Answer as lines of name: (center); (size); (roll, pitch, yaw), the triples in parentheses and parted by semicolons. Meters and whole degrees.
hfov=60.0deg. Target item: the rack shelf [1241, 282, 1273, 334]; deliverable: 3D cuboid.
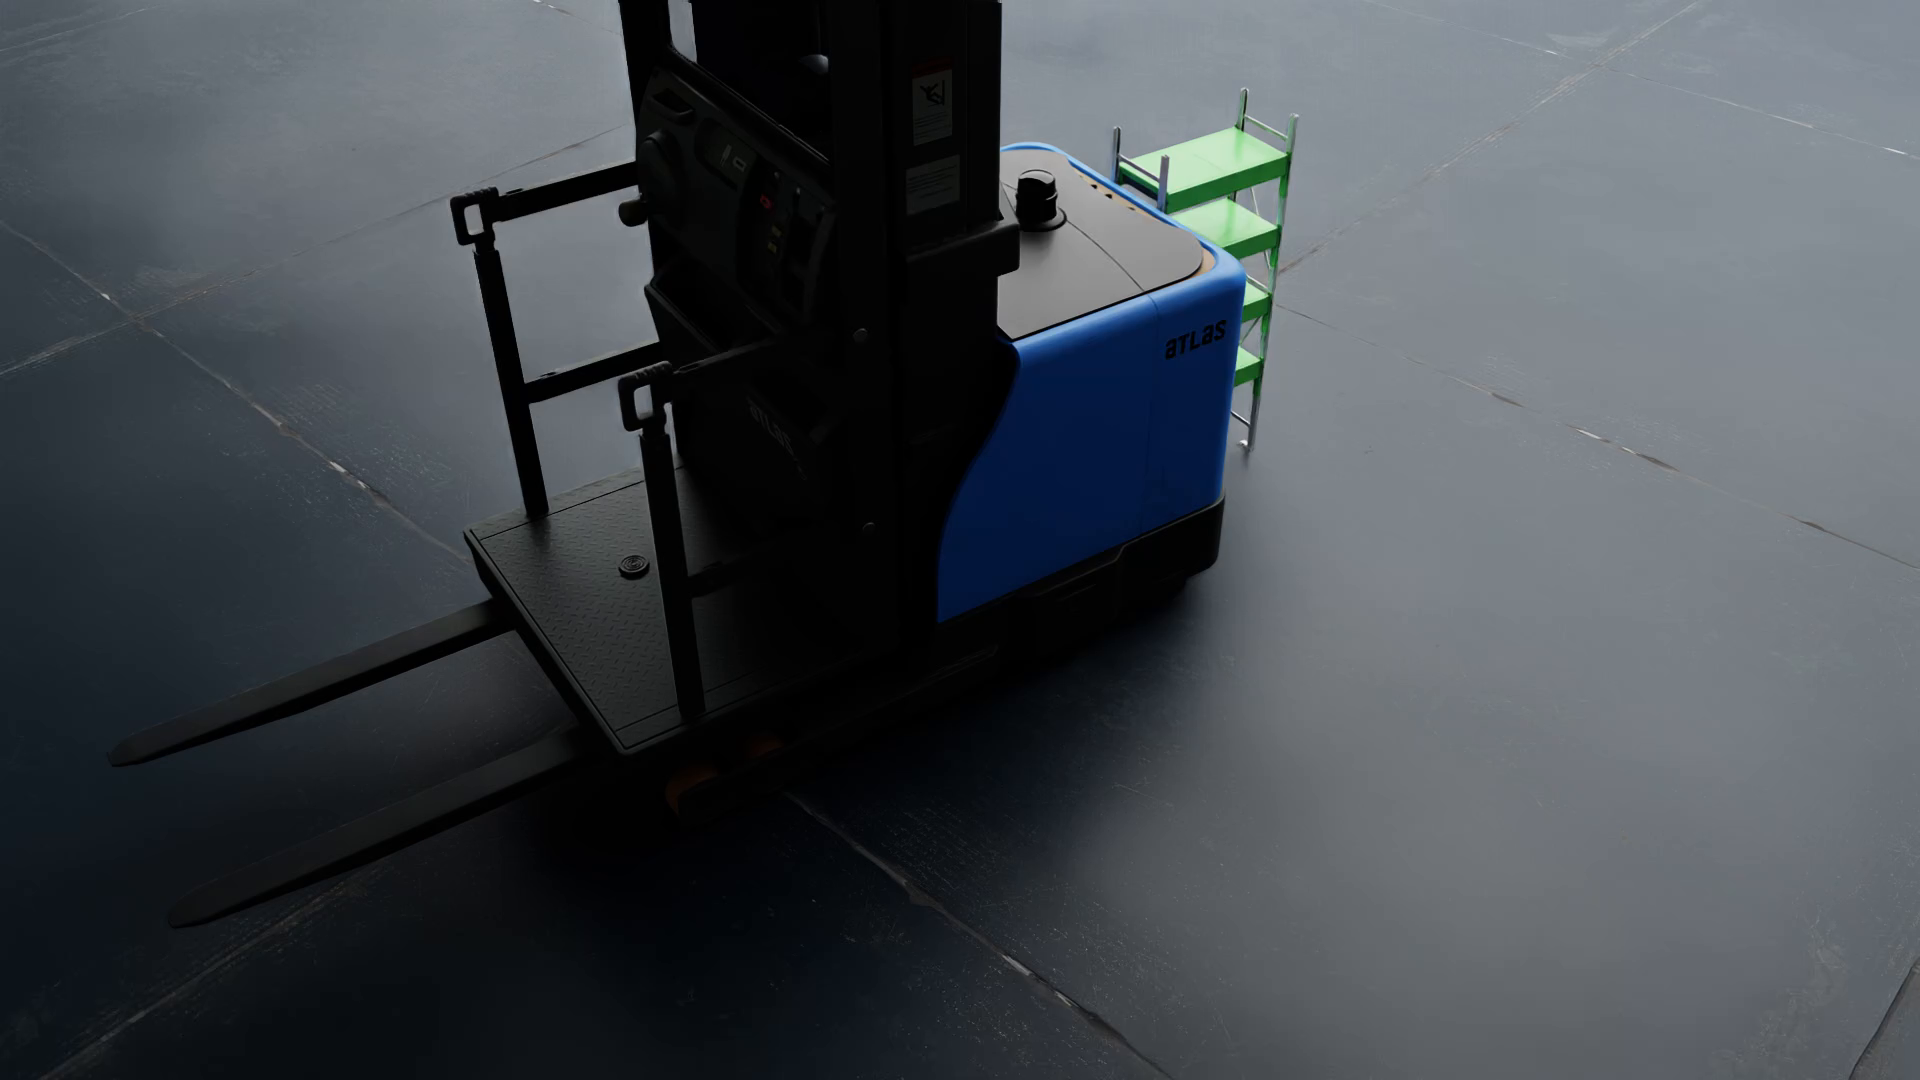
rack shelf: (0.721, -0.703, 5.273); (0.480, 0.148, 0.258); (-23, 44, -26)

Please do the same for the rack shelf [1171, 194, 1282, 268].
rack shelf: (0.721, -0.891, 5.124); (0.480, 0.148, 0.258); (-23, 44, -26)

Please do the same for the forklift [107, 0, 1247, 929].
forklift: (-0.720, -0.786, 3.883); (3.031, 2.935, 1.130); (-23, 44, -26)

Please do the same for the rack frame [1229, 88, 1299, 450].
rack frame: (0.924, -0.838, 5.339); (0.015, 1.200, 0.240); (-23, 44, -26)

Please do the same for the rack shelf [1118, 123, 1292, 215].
rack shelf: (0.721, -1.079, 4.974); (0.480, 0.148, 0.258); (-23, 44, -26)

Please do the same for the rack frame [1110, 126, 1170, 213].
rack frame: (0.518, -0.669, 5.127); (0.015, 1.200, 0.240); (-23, 44, -26)

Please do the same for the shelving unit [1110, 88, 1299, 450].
shelving unit: (0.721, -0.753, 5.233); (0.503, 1.200, 0.258); (-23, 44, -26)

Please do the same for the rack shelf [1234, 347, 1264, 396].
rack shelf: (0.721, -0.515, 5.422); (0.480, 0.148, 0.258); (-23, 44, -26)
